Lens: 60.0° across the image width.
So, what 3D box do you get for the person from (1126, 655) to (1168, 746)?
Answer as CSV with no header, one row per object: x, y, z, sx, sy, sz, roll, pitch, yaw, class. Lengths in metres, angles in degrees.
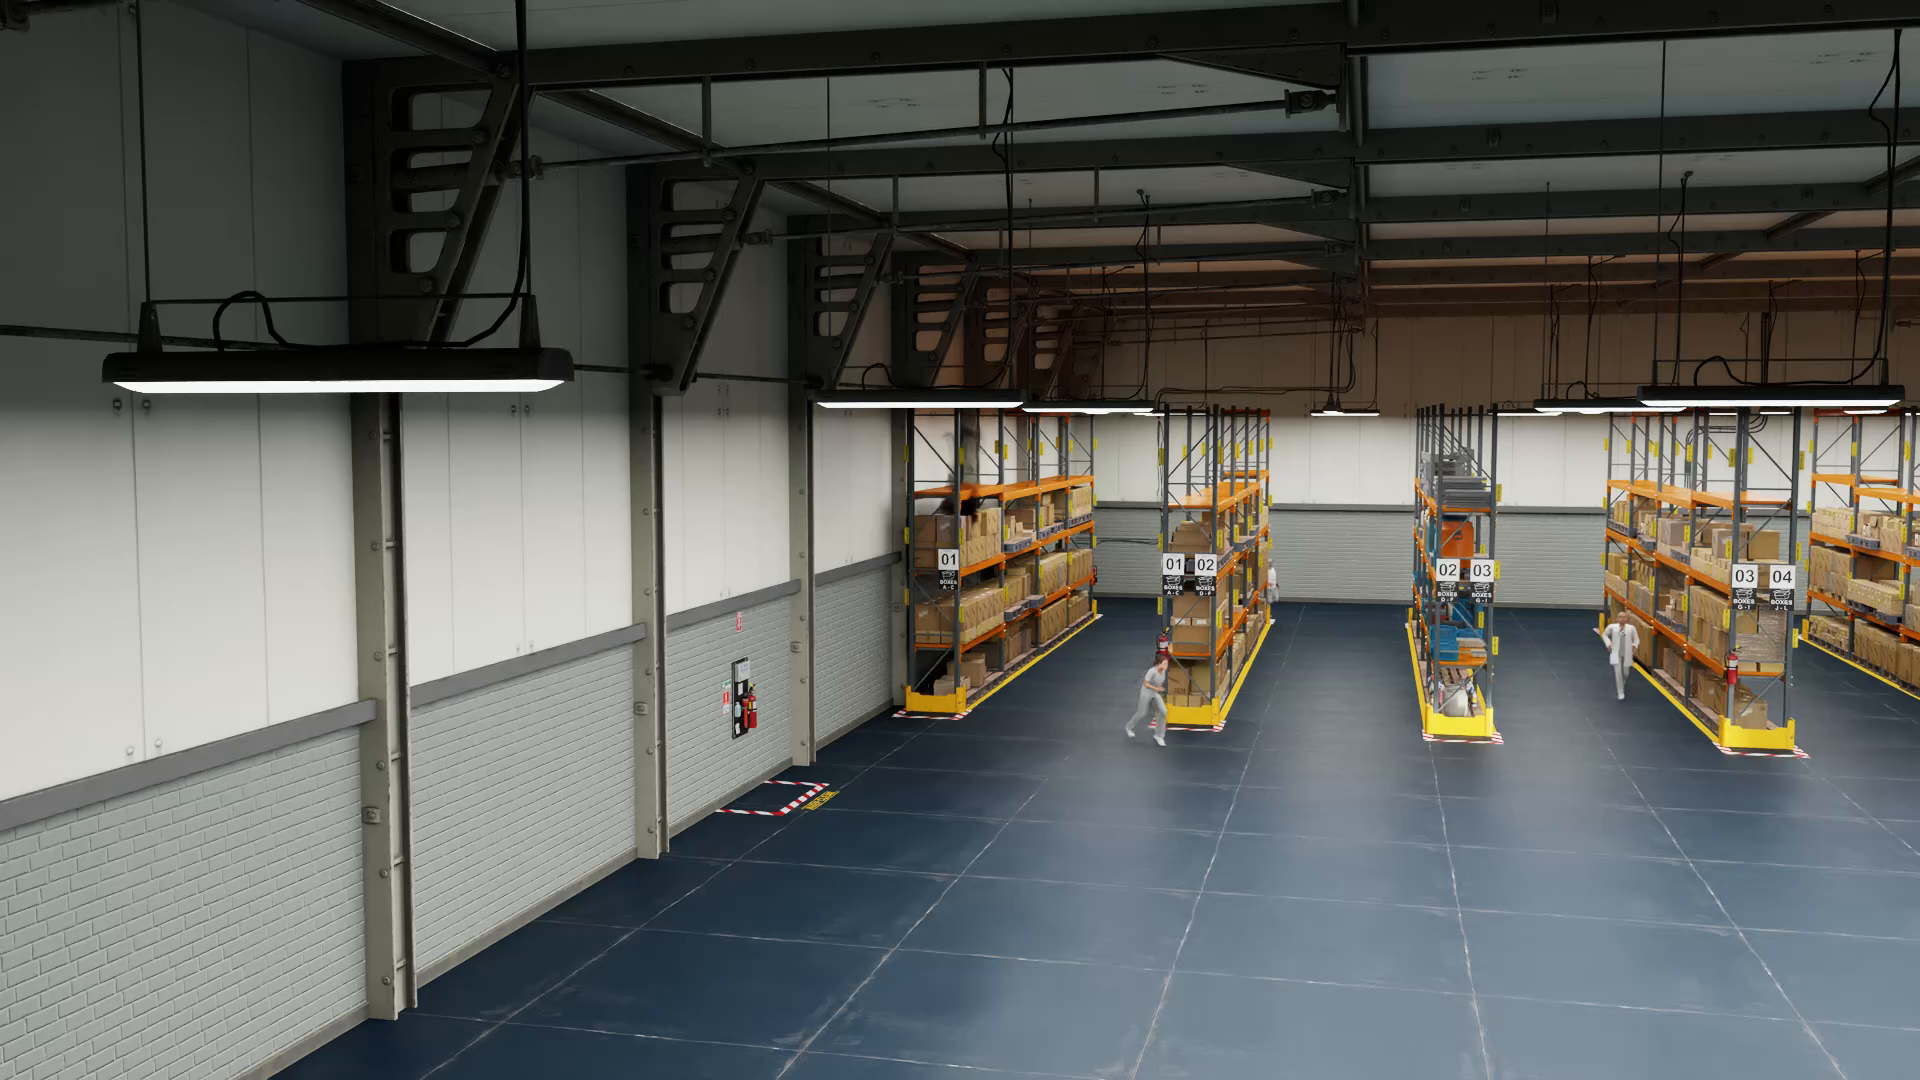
3.317,2.810,29.462,0.605,1.625,0.952,-4,6,-44,person

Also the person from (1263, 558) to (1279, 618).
8.918,1.377,47.937,0.700,1.723,0.582,-3,5,-34,person

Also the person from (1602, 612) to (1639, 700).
13.626,2.363,34.306,0.711,1.765,0.880,1,4,15,person
